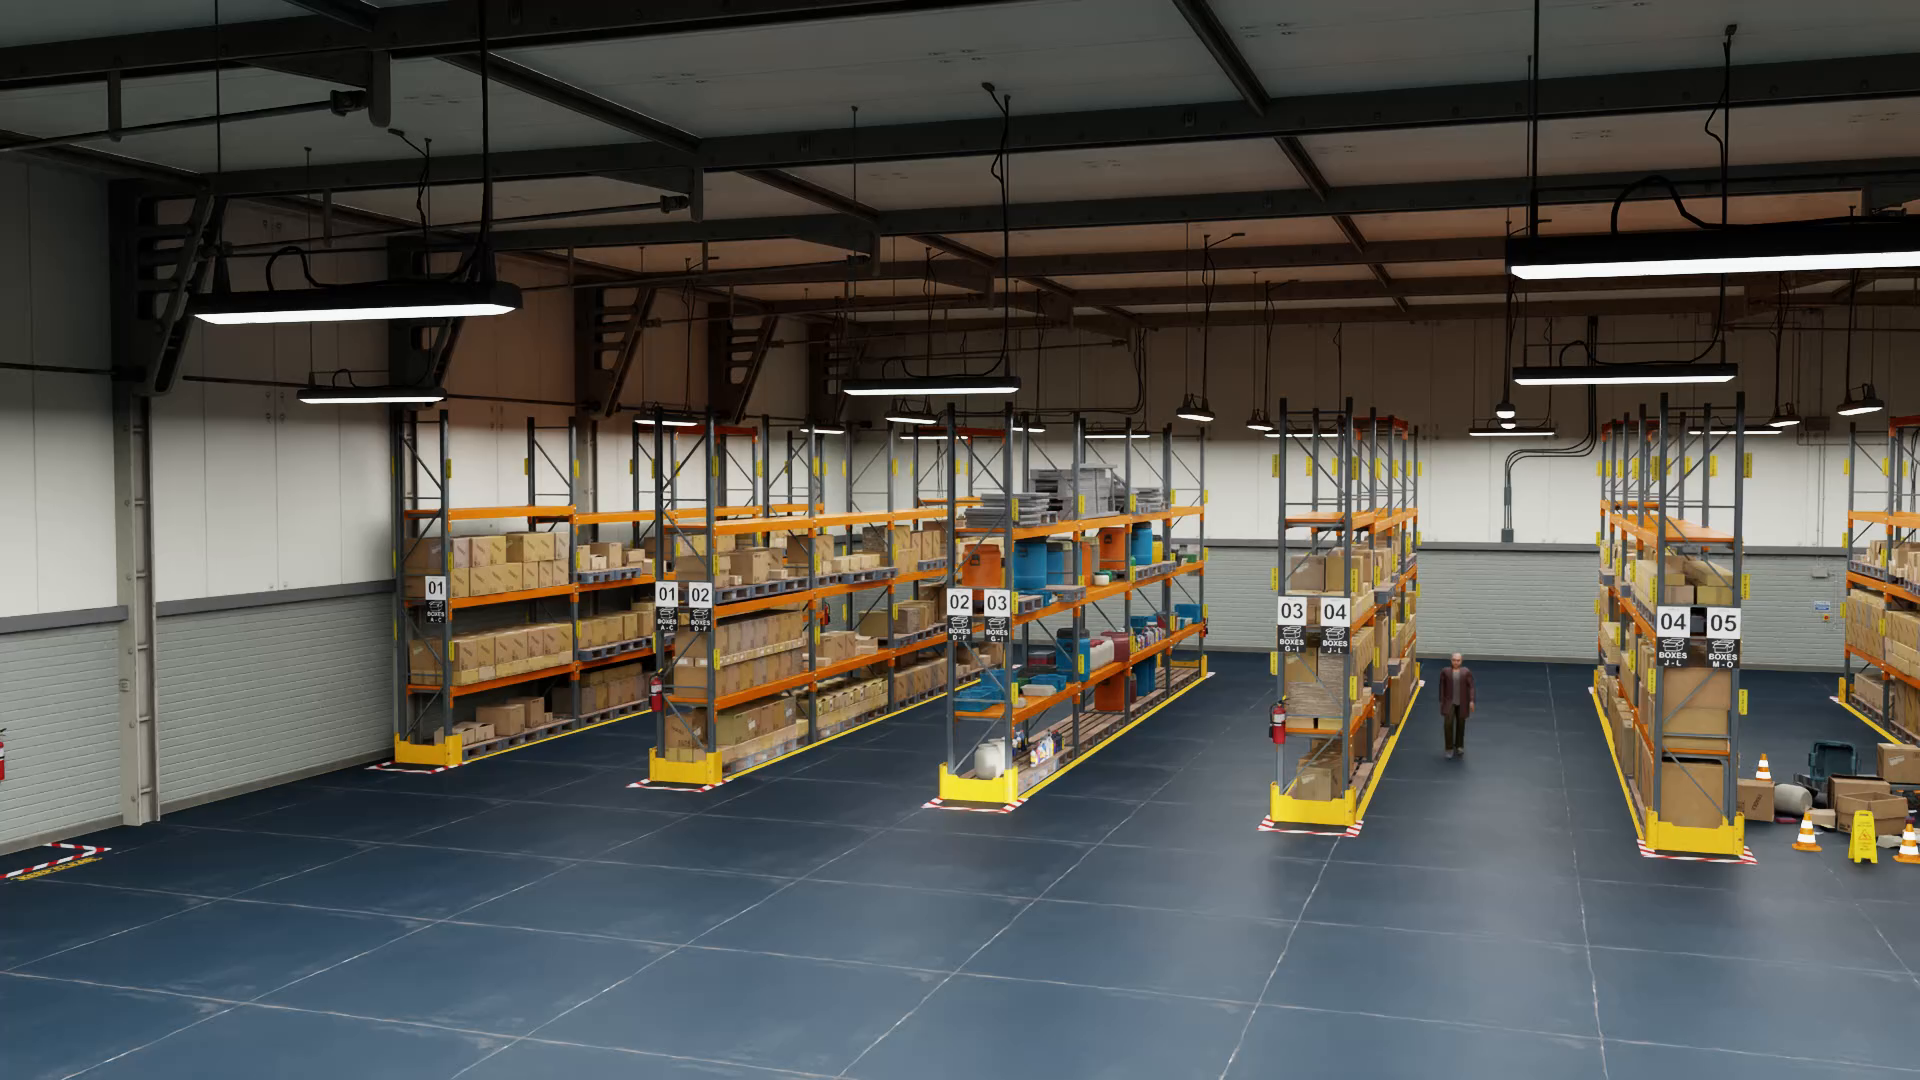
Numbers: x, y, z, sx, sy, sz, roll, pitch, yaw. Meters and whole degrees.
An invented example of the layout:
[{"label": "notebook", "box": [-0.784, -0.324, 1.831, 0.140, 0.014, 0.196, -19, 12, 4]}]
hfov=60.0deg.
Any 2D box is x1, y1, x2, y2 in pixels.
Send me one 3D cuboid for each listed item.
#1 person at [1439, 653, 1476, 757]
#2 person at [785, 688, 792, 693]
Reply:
[{"label": "person", "box": [8.688, 2.895, 29.036, 0.629, 1.853, 0.588, 1, 3, 18]}, {"label": "person", "box": [-3.754, 2.735, 36.525, 0.427, 1.369, 1.068, 0, 2, 3]}]
